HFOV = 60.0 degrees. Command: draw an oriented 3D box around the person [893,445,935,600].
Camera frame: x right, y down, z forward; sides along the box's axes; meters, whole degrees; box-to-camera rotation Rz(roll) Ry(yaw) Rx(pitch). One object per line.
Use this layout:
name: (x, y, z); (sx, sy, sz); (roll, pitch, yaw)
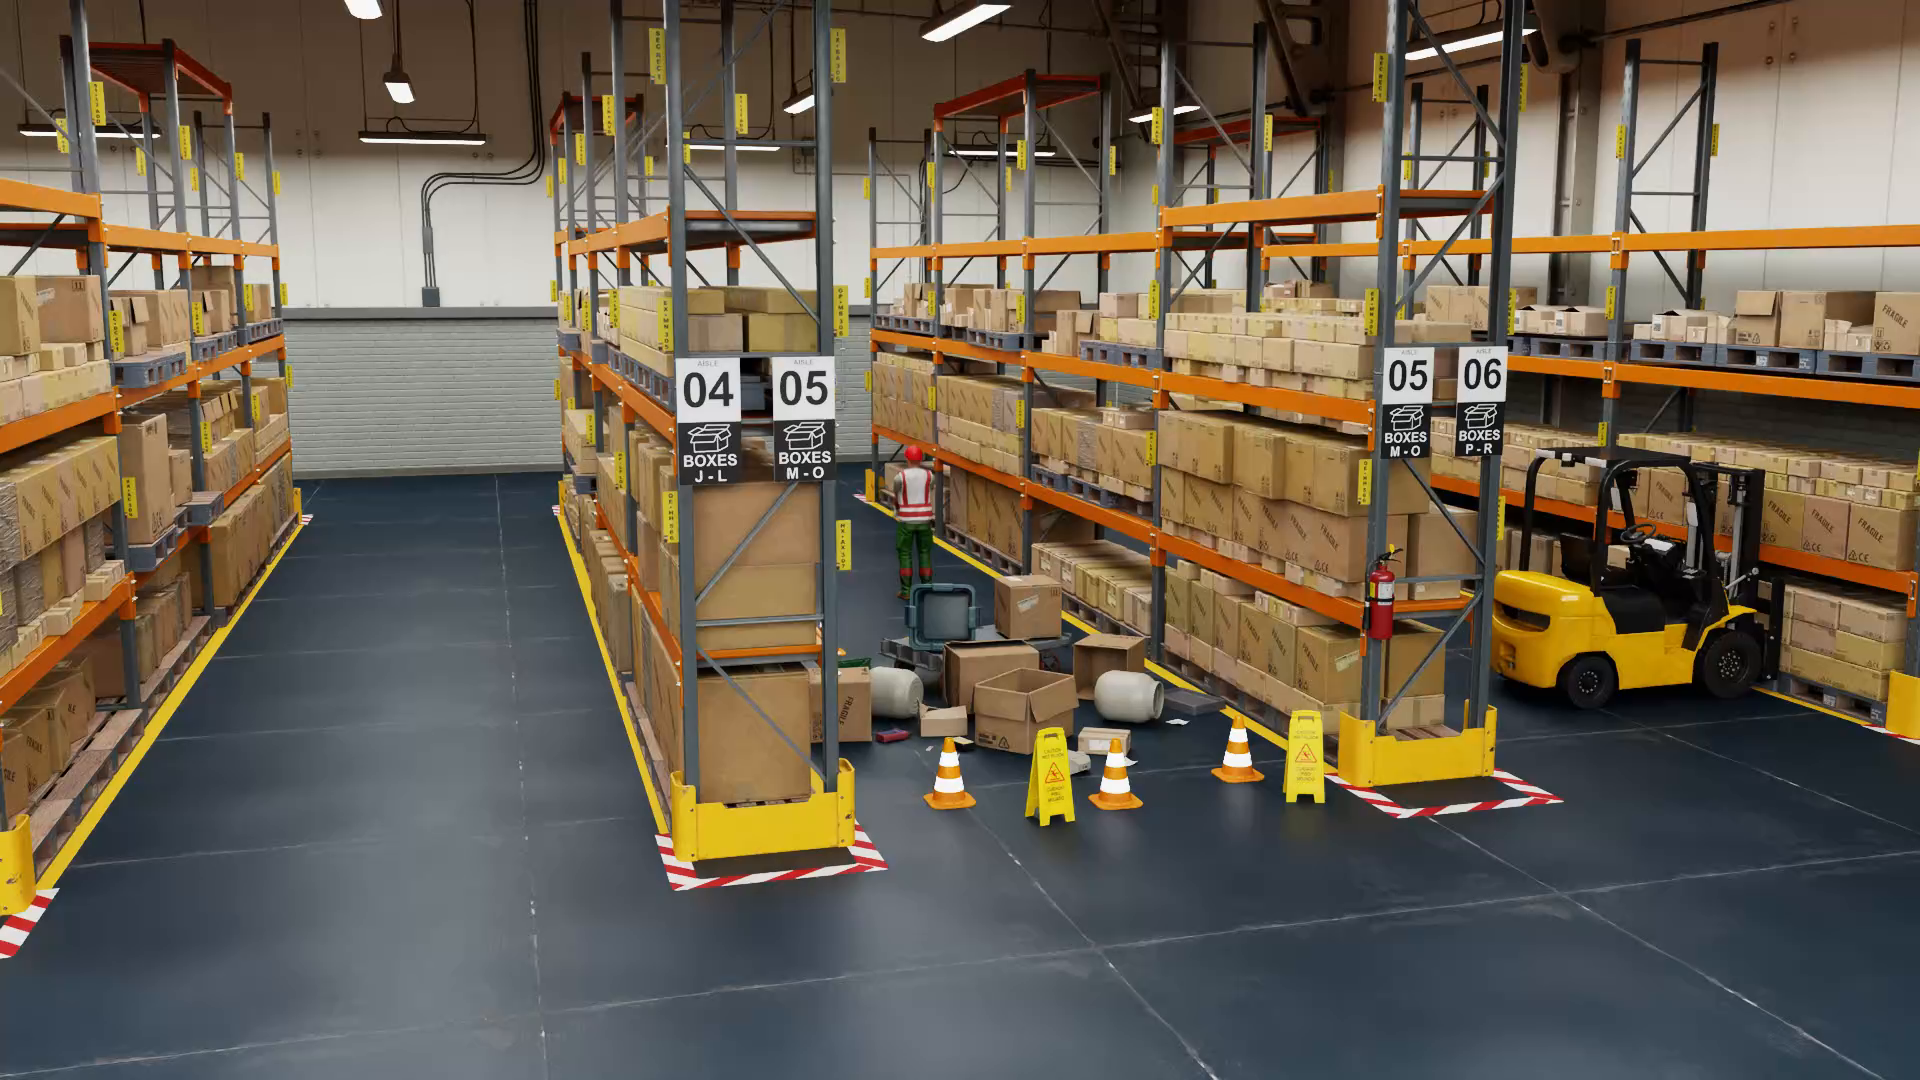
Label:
person: (-0.558, -0.225, 19.207); (0.494, 1.784, 0.564); (-2, 9, -15)
